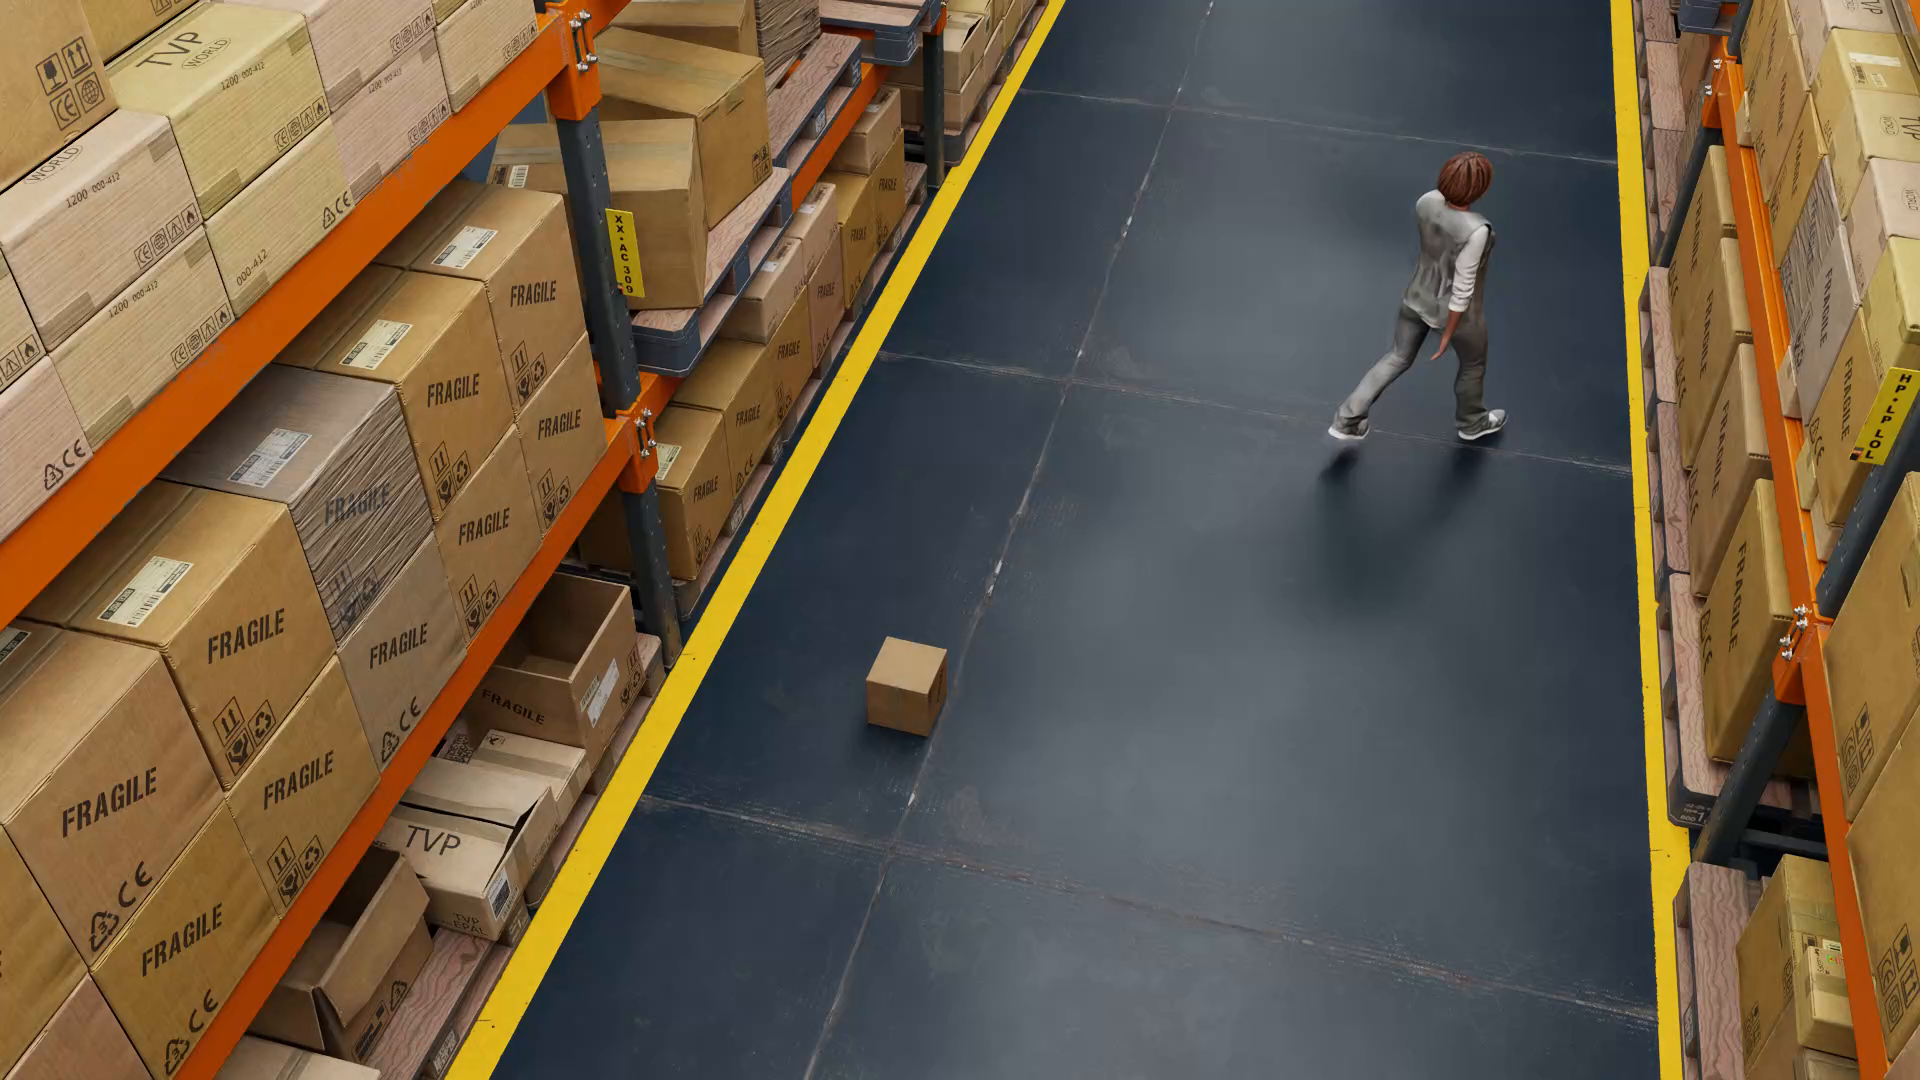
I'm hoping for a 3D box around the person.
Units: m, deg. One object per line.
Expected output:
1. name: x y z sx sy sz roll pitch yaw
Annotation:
1. person: 2.151 -1.052 7.352 0.902 1.543 0.410 -26 48 -26
